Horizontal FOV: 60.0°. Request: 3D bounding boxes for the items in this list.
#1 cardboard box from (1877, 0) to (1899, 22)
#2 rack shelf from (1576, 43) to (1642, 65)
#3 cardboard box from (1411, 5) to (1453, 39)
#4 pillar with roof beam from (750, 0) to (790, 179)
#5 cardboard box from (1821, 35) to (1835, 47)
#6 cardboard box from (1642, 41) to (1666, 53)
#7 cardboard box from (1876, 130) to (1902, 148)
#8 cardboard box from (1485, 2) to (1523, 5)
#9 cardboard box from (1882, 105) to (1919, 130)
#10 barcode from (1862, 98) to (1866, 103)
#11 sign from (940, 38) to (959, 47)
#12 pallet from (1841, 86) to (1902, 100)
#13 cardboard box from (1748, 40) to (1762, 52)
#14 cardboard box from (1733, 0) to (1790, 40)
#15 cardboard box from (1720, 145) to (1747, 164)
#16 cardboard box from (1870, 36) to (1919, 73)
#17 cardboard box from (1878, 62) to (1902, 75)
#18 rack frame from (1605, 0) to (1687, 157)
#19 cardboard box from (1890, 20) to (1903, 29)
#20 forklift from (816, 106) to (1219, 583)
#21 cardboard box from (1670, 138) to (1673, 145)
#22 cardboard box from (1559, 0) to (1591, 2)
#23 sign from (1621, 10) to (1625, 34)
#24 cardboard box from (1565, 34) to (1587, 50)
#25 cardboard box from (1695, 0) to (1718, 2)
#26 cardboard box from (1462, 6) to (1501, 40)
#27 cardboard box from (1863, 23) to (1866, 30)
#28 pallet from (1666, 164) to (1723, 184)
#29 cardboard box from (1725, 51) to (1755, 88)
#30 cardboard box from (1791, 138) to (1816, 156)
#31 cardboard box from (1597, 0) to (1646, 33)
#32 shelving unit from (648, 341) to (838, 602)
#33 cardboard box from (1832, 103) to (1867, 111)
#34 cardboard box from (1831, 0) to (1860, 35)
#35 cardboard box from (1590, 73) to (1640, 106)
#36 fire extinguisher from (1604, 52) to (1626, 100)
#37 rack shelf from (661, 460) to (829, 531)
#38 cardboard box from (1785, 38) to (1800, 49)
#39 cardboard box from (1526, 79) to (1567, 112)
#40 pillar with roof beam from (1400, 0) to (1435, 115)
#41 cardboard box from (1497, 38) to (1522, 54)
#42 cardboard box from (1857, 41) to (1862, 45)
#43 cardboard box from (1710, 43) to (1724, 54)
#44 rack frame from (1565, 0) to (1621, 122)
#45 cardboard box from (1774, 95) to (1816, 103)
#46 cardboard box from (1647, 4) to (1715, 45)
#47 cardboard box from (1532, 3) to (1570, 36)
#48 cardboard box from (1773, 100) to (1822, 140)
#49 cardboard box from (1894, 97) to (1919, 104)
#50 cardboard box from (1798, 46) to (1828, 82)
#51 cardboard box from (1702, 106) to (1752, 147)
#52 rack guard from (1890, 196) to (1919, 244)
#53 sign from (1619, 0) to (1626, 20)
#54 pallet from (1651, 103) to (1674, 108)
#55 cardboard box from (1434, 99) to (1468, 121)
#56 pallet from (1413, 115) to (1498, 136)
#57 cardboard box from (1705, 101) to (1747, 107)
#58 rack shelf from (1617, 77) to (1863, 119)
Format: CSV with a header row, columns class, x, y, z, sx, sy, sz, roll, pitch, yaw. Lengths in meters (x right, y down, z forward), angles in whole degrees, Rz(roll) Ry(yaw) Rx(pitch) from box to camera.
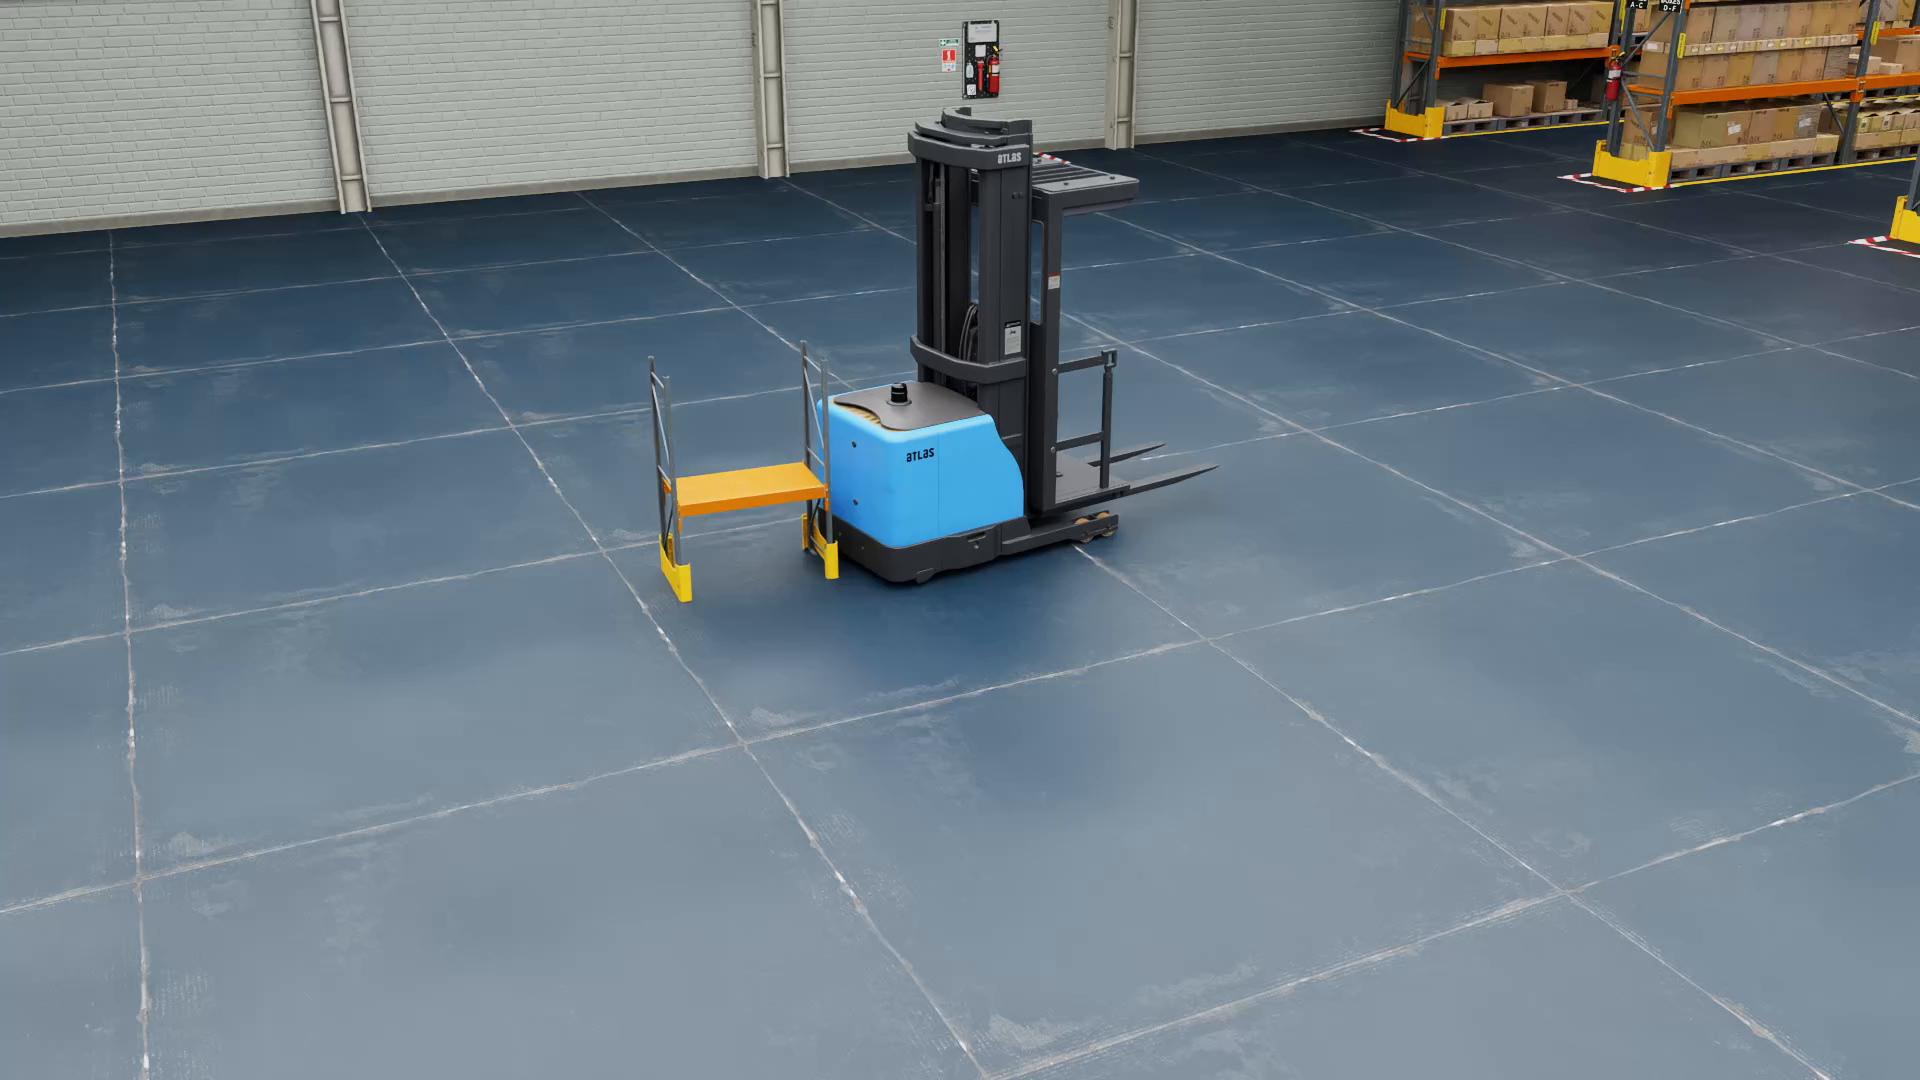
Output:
class,x,y,z,sx,sy,sz,roll,pitch,yaw
cardboard box,17.816,-10.354,32.296,0.500,0.500,0.500,-10,25,-23
rack shelf,13.172,-9.085,30.717,4.000,0.370,1.077,-10,25,-24
cardboard box,8.098,-8.860,28.422,0.500,0.500,0.500,-11,25,-24
pillar with roof beam,-0.925,-8.134,19.636,0.400,9.000,9.100,-10,25,-24
cardboard box,12.911,-7.522,25.020,0.250,0.149,0.380,-11,25,-25
cardboard box,10.179,-7.191,24.221,0.250,0.149,0.380,-11,25,-25
cardboard box,14.454,-6.369,26.260,0.500,0.250,0.500,-10,24,-22
cardboard box,9.474,-9.111,29.028,0.500,0.500,0.500,-10,25,-23
cardboard box,14.921,-6.712,26.357,0.500,0.311,0.500,-11,25,-25
barcode,13.932,-6.770,25.621,0.075,0.075,0.001,-10,25,-24
sign,-0.164,-7.647,25.563,0.331,0.109,0.001,-10,25,-24
pallet,17.916,-8.971,33.145,1.213,0.211,1.003,-10,25,-24
cardboard box,11.524,-7.267,24.405,0.250,0.149,0.380,-11,25,-24
cardboard box,11.768,-7.699,24.602,0.500,0.500,0.700,-10,25,-24
cardboard box,11.397,-5.819,24.931,0.500,0.250,0.500,-10,25,-24
cardboard box,14.695,-7.635,26.141,0.500,0.500,0.500,-9,24,-20
cardboard box,14.409,-7.340,25.888,0.250,0.149,0.380,-10,25,-24
rack frame,9.917,-6.716,24.052,0.127,3.000,1.000,-10,25,-24
cardboard box,18.179,-10.102,32.536,0.250,0.149,0.380,-10,24,-23
forklift,0.517,-1.490,11.516,3.031,2.935,1.130,-15,27,-31
cardboard box,10.718,-5.917,25.169,0.500,0.250,0.500,-10,25,-24
cardboard box,10.856,-9.366,29.645,0.500,0.500,0.500,-11,25,-25
sign,9.694,-7.550,24.243,0.005,0.325,0.100,-10,25,-24
cardboard box,10.622,-8.763,29.168,0.500,0.250,0.500,-10,25,-23
cardboard box,13.442,-9.703,30.563,0.500,0.500,0.700,-10,25,-24
cardboard box,8.776,-8.763,28.187,0.500,0.500,0.500,-10,25,-23
cardboard box,17.465,-9.993,32.272,0.250,0.149,0.380,-10,25,-24
pallet,10.588,-5.569,24.927,1.213,0.211,1.003,-10,25,-24
cardboard box,11.264,-7.004,24.618,0.500,0.500,0.700,-10,25,-23
cardboard box,12.744,-6.071,25.541,0.500,0.250,0.500,-10,25,-24
cardboard box,11.843,-9.408,29.850,0.500,0.500,0.700,-10,25,-23
shelving unit,-1.418,-0.469,10.922,1.083,1.500,0.587,-9,24,-20
cardboard box,14.228,-6.817,26.608,0.500,0.311,0.500,-10,24,-22
cardboard box,13.124,-7.949,25.205,0.500,0.500,0.700,-10,25,-23
cardboard box,12.026,-8.262,30.481,0.500,0.500,0.700,-10,24,-22
fire extinguisher,9.609,-6.821,24.407,0.183,0.674,0.296,-10,25,-24
rack shelf,-1.426,-0.301,10.987,1.000,0.185,0.538,-9,24,-20
cardboard box,12.225,-7.396,24.717,0.250,0.149,0.380,-10,24,-22
cardboard box,10.452,-7.948,29.723,0.500,0.500,0.500,-12,26,-28
pillar with roof beam,9.888,-10.125,24.444,0.400,9.000,9.100,-10,25,-24
cardboard box,9.266,-8.507,28.550,0.500,0.250,0.500,-11,25,-24
cardboard box,18.049,-9.461,32.946,0.750,0.750,0.750,-10,25,-23
cardboard box,10.826,-7.138,24.094,0.250,0.149,0.380,-10,25,-23
rack frame,11.370,-9.086,29.778,0.127,3.000,1.000,-10,25,-24
cardboard box,12.968,-6.680,26.032,0.500,0.500,0.500,-10,25,-24
cardboard box,10.391,-7.443,23.983,0.500,0.500,0.700,-10,25,-23
cardboard box,10.172,-9.023,28.815,0.500,0.500,0.500,-11,25,-25
cardboard box,12.743,-6.418,25.399,0.500,0.500,0.500,-10,25,-24
cardboard box,15.596,-7.066,27.211,0.500,0.311,0.500,-11,25,-25
cardboard box,12.652,-7.260,25.236,0.500,0.500,0.700,-11,25,-24
cardboard box,11.392,-6.169,24.797,0.500,0.500,0.500,-10,25,-24
rack guard,12.110,-3.882,20.475,0.348,0.500,1.175,-10,25,-24
sign,11.612,-9.300,29.164,0.005,0.325,0.100,-10,25,-24
pallet,13.171,-8.131,31.117,1.213,0.211,1.003,-10,25,-24
cardboard box,8.428,-7.467,28.808,0.500,0.311,0.500,-14,26,-30
pallet,8.581,-7.269,29.035,1.213,0.211,1.003,-10,25,-24
cardboard box,11.617,-6.431,25.429,0.500,0.500,0.500,-10,25,-24
rack shelf,11.719,-6.715,24.991,4.000,0.370,1.077,-10,25,-24
